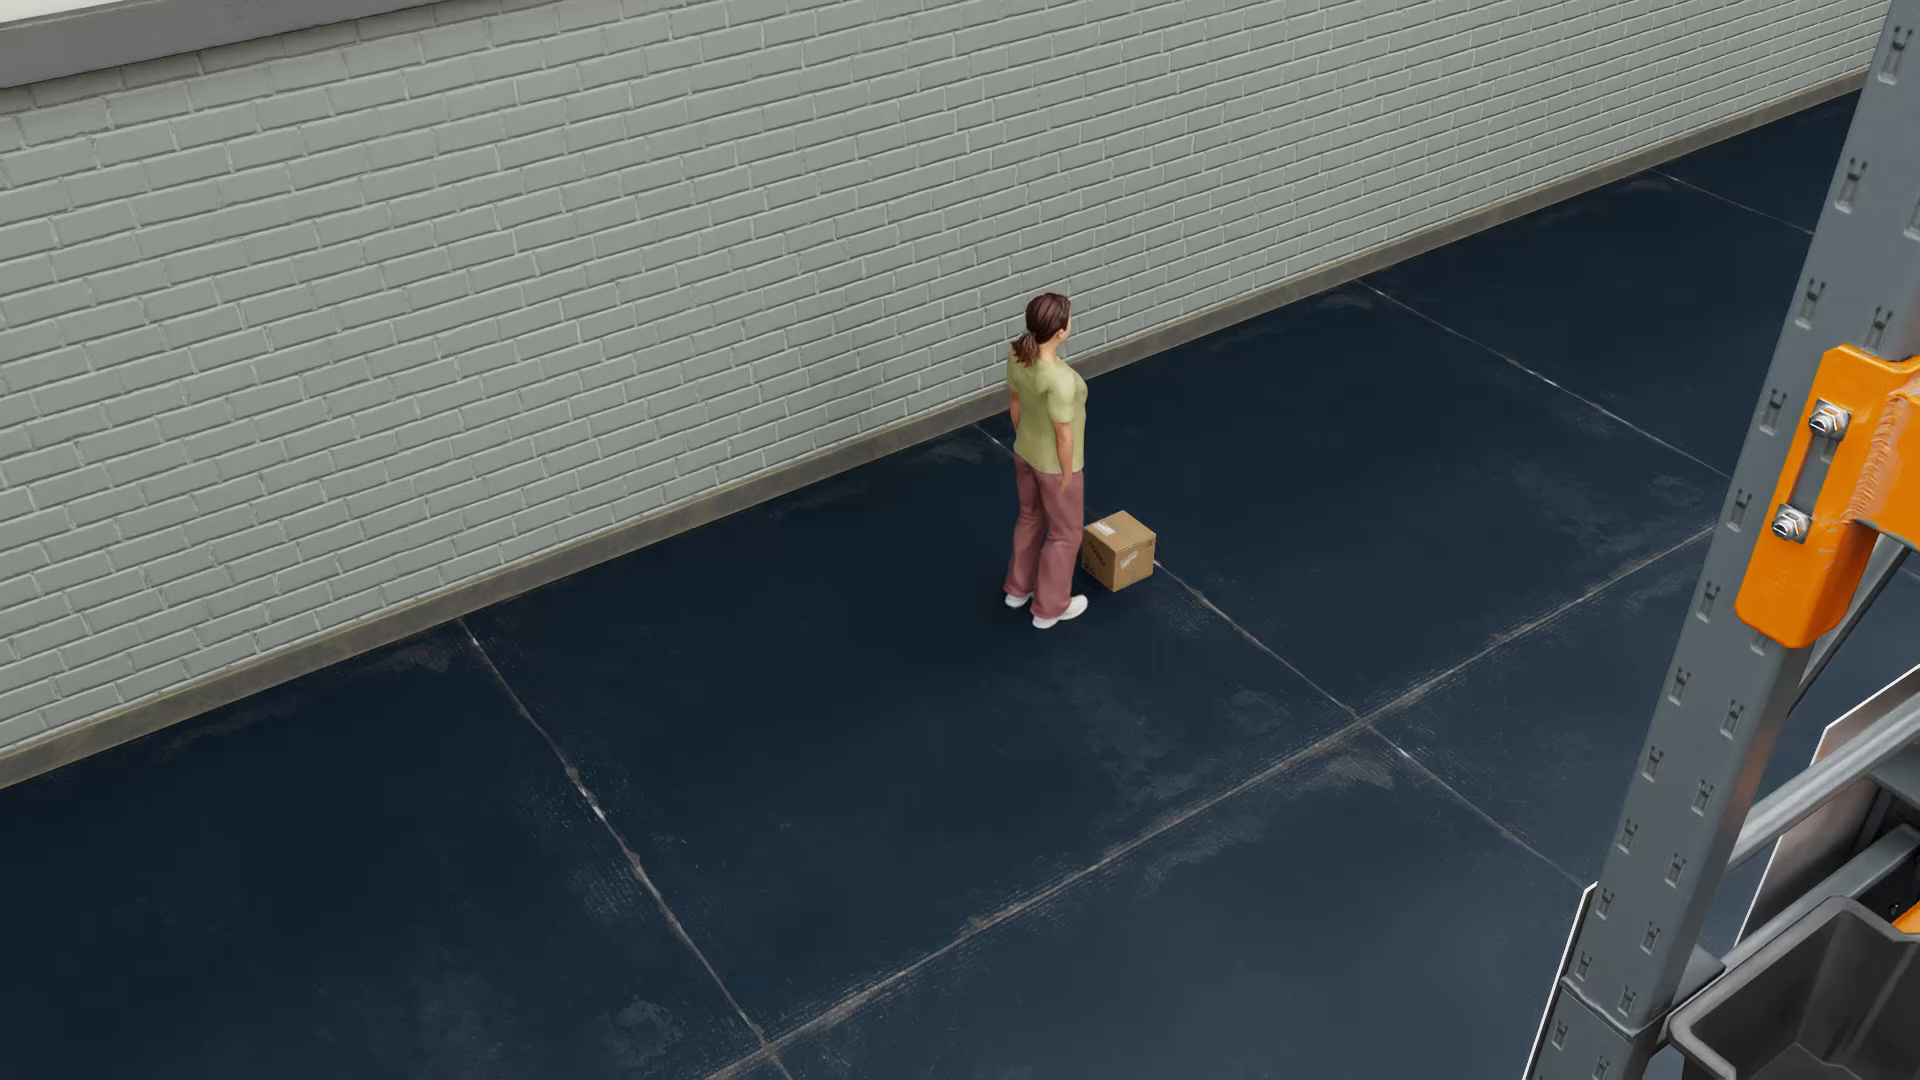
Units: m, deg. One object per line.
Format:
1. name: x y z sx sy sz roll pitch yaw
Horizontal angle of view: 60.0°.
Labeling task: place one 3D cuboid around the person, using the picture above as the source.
1. person: 0.381 -0.358 7.493 0.367 1.670 0.441 -22 42 -27
